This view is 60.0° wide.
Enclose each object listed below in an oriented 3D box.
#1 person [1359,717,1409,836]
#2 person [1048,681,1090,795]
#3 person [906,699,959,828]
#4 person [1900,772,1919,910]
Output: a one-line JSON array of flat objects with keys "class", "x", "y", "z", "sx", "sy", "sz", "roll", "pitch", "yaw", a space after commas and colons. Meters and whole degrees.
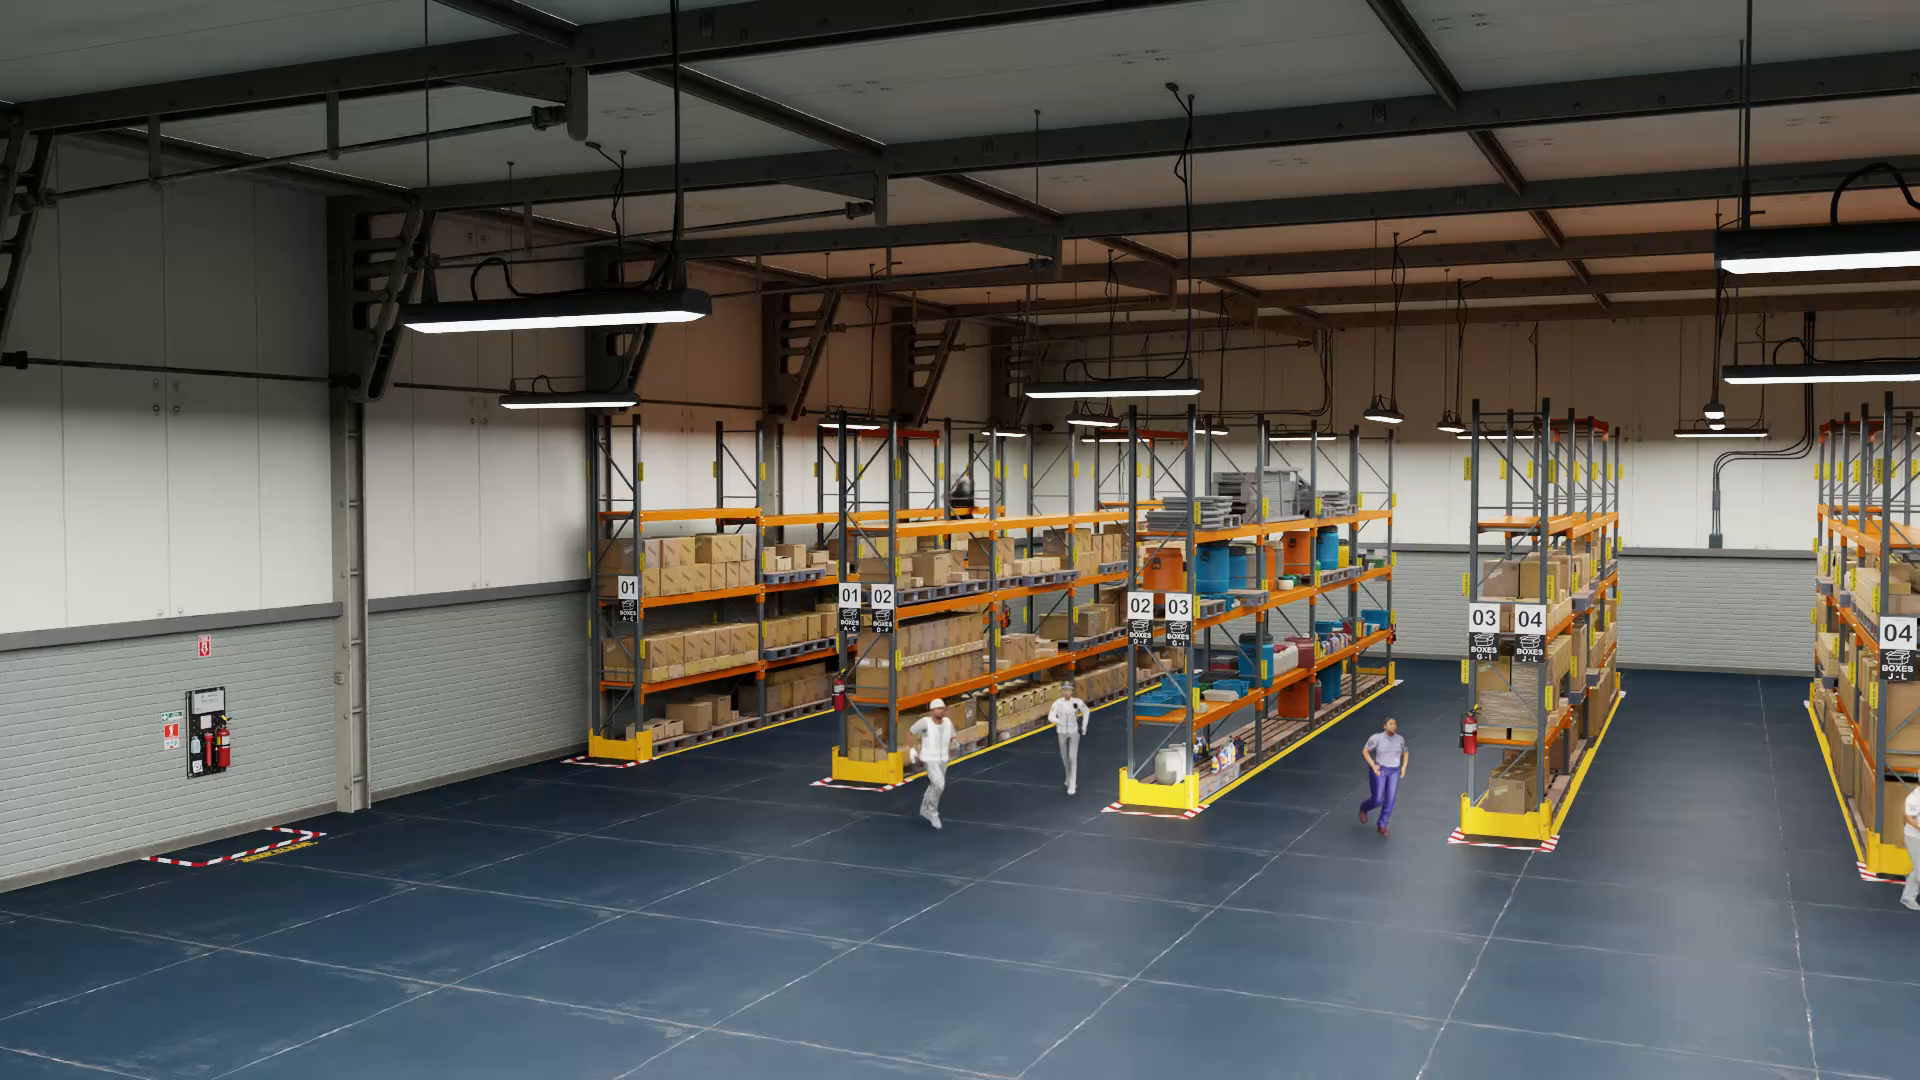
[{"class": "person", "x": 5.941, "y": 3.264, "z": 23.164, "sx": 0.665, "sy": 1.604, "sz": 0.601, "roll": 0, "pitch": 2, "yaw": -9}, {"class": "person", "x": 1.697, "y": 3.081, "z": 26.094, "sx": 0.604, "sy": 1.751, "sz": 0.767, "roll": 1, "pitch": 2, "yaw": 15}, {"class": "person", "x": -0.339, "y": 3.148, "z": 23.493, "sx": 0.659, "sy": 1.822, "sz": 0.835, "roll": -2, "pitch": 3, "yaw": -40}, {"class": "person", "x": 11.073, "y": 3.417, "z": 18.971, "sx": 0.637, "sy": 1.630, "sz": 0.607, "roll": -1, "pitch": 2, "yaw": -16}]
